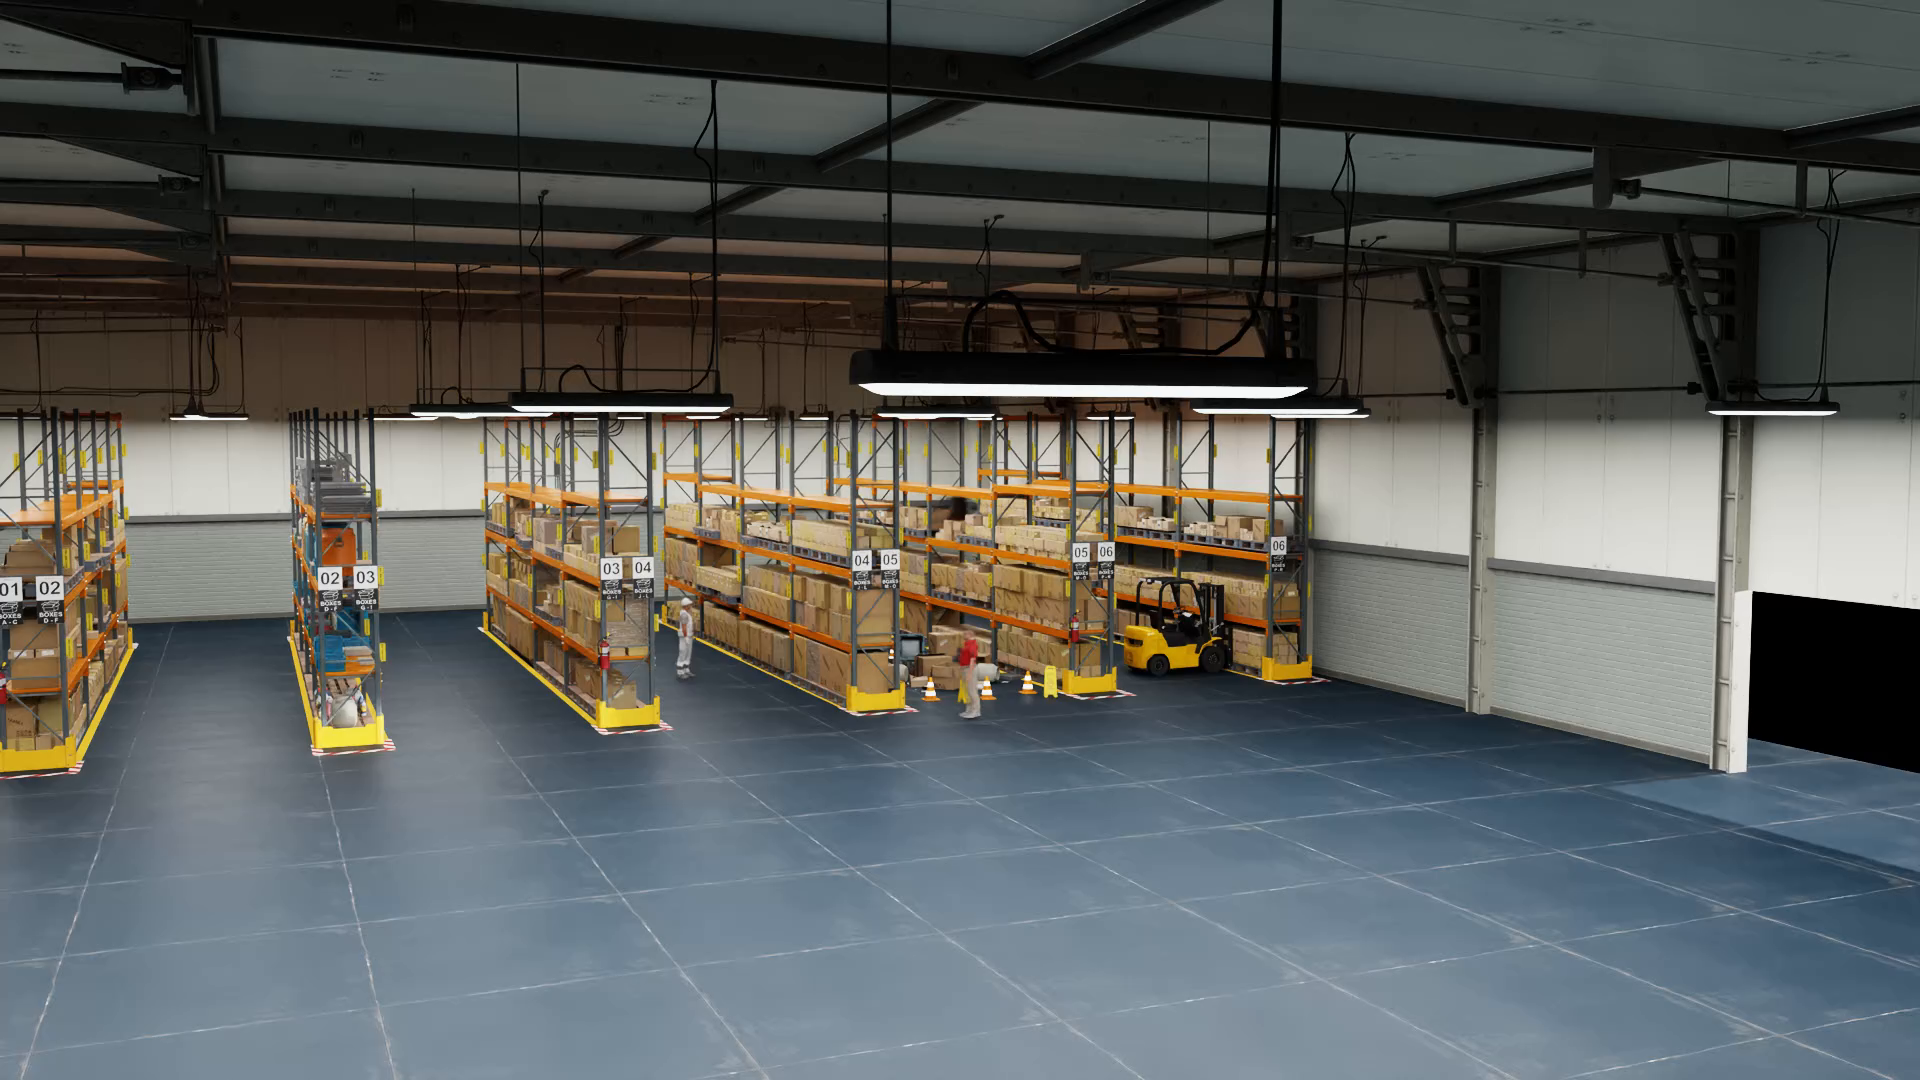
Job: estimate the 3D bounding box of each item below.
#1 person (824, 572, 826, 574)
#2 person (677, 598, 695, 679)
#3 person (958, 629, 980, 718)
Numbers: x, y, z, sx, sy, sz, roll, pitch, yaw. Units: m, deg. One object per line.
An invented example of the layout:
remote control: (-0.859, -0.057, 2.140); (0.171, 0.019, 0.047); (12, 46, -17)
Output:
person: (-4.252, 1.091, 53.646); (0.901, 1.735, 0.557); (1, 4, 15)
person: (-6.179, 2.196, 37.491); (0.353, 1.802, 0.599); (0, 4, 7)
person: (0.174, 2.596, 32.390); (0.414, 1.747, 0.626); (-1, 4, -14)
